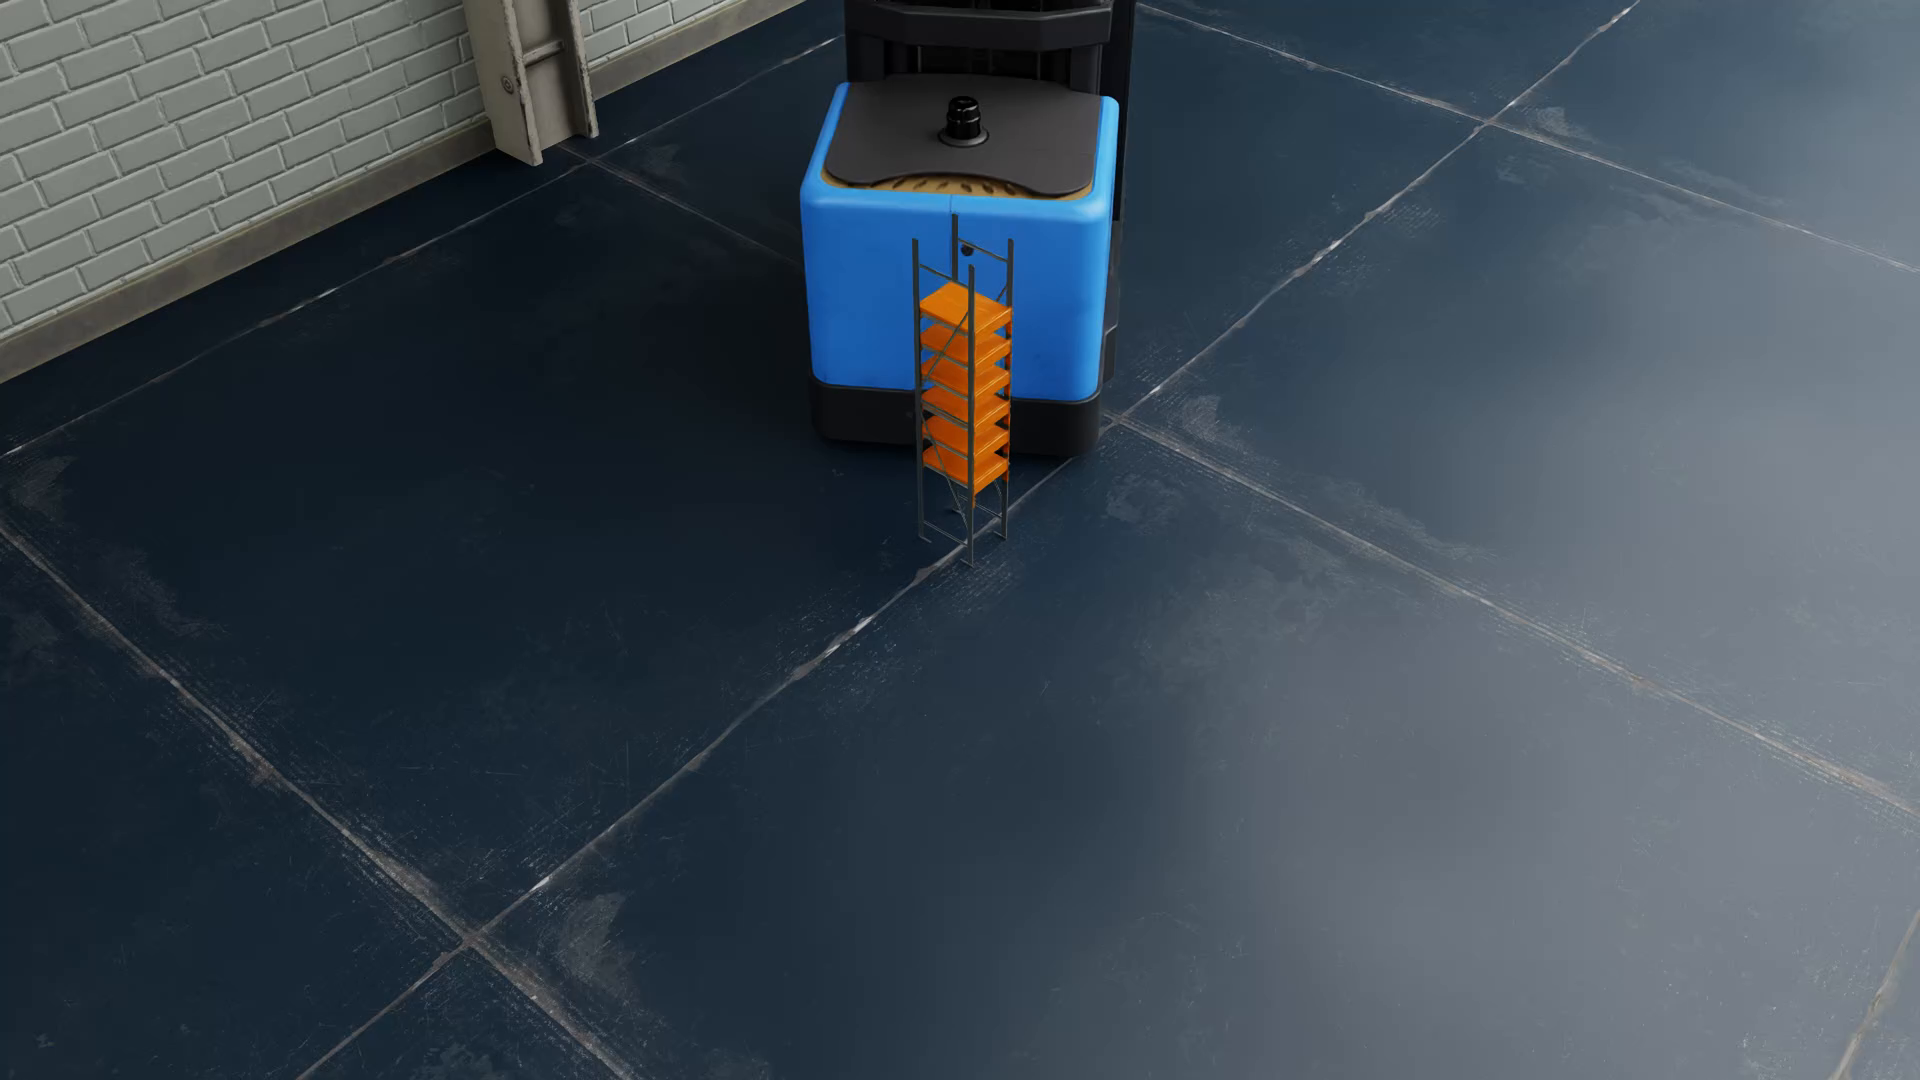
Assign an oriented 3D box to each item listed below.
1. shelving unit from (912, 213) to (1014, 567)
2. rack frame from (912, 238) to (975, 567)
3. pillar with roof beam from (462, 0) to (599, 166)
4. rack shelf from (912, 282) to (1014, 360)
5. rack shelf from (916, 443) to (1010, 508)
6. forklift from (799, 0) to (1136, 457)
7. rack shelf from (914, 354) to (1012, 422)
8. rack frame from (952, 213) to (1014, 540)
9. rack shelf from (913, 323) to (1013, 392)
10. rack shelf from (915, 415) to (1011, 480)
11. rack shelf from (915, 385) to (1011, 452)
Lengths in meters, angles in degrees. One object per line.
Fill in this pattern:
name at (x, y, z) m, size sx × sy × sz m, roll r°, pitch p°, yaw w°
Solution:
shelving unit at (0.009, -0.451, 5.355) m, size 0.258 × 1.200 × 0.189 m, roll 29°, pitch 50°, yaw 28°
rack frame at (-0.050, -0.404, 5.303) m, size 0.240 × 1.200 × 0.006 m, roll 29°, pitch 50°, yaw 28°
pillar with roof beam at (1.349, -3.349, 2.744) m, size 9.100 × 9.000 × 0.400 m, roll 29°, pitch 50°, yaw 28°
rack shelf at (0.009, -0.685, 5.142) m, size 0.258 × 0.103 × 0.180 m, roll 29°, pitch 50°, yaw 28°
rack shelf at (0.009, -0.241, 5.546) m, size 0.258 × 0.103 × 0.180 m, roll 29°, pitch 50°, yaw 28°
forklift at (0.139, -2.375, 6.183) m, size 1.130 × 2.935 × 3.031 m, roll 4°, pitch 42°, yaw 5°
rack shelf at (0.009, -0.507, 5.304) m, size 0.258 × 0.103 × 0.180 m, roll 29°, pitch 50°, yaw 28°
rack frame at (0.068, -0.498, 5.406) m, size 0.240 × 1.200 × 0.006 m, roll 29°, pitch 50°, yaw 28°
rack shelf at (0.009, -0.596, 5.223) m, size 0.258 × 0.103 × 0.180 m, roll 29°, pitch 50°, yaw 28°
rack shelf at (0.009, -0.330, 5.465) m, size 0.258 × 0.103 × 0.180 m, roll 29°, pitch 50°, yaw 28°
rack shelf at (0.009, -0.419, 5.384) m, size 0.258 × 0.103 × 0.180 m, roll 29°, pitch 50°, yaw 28°
